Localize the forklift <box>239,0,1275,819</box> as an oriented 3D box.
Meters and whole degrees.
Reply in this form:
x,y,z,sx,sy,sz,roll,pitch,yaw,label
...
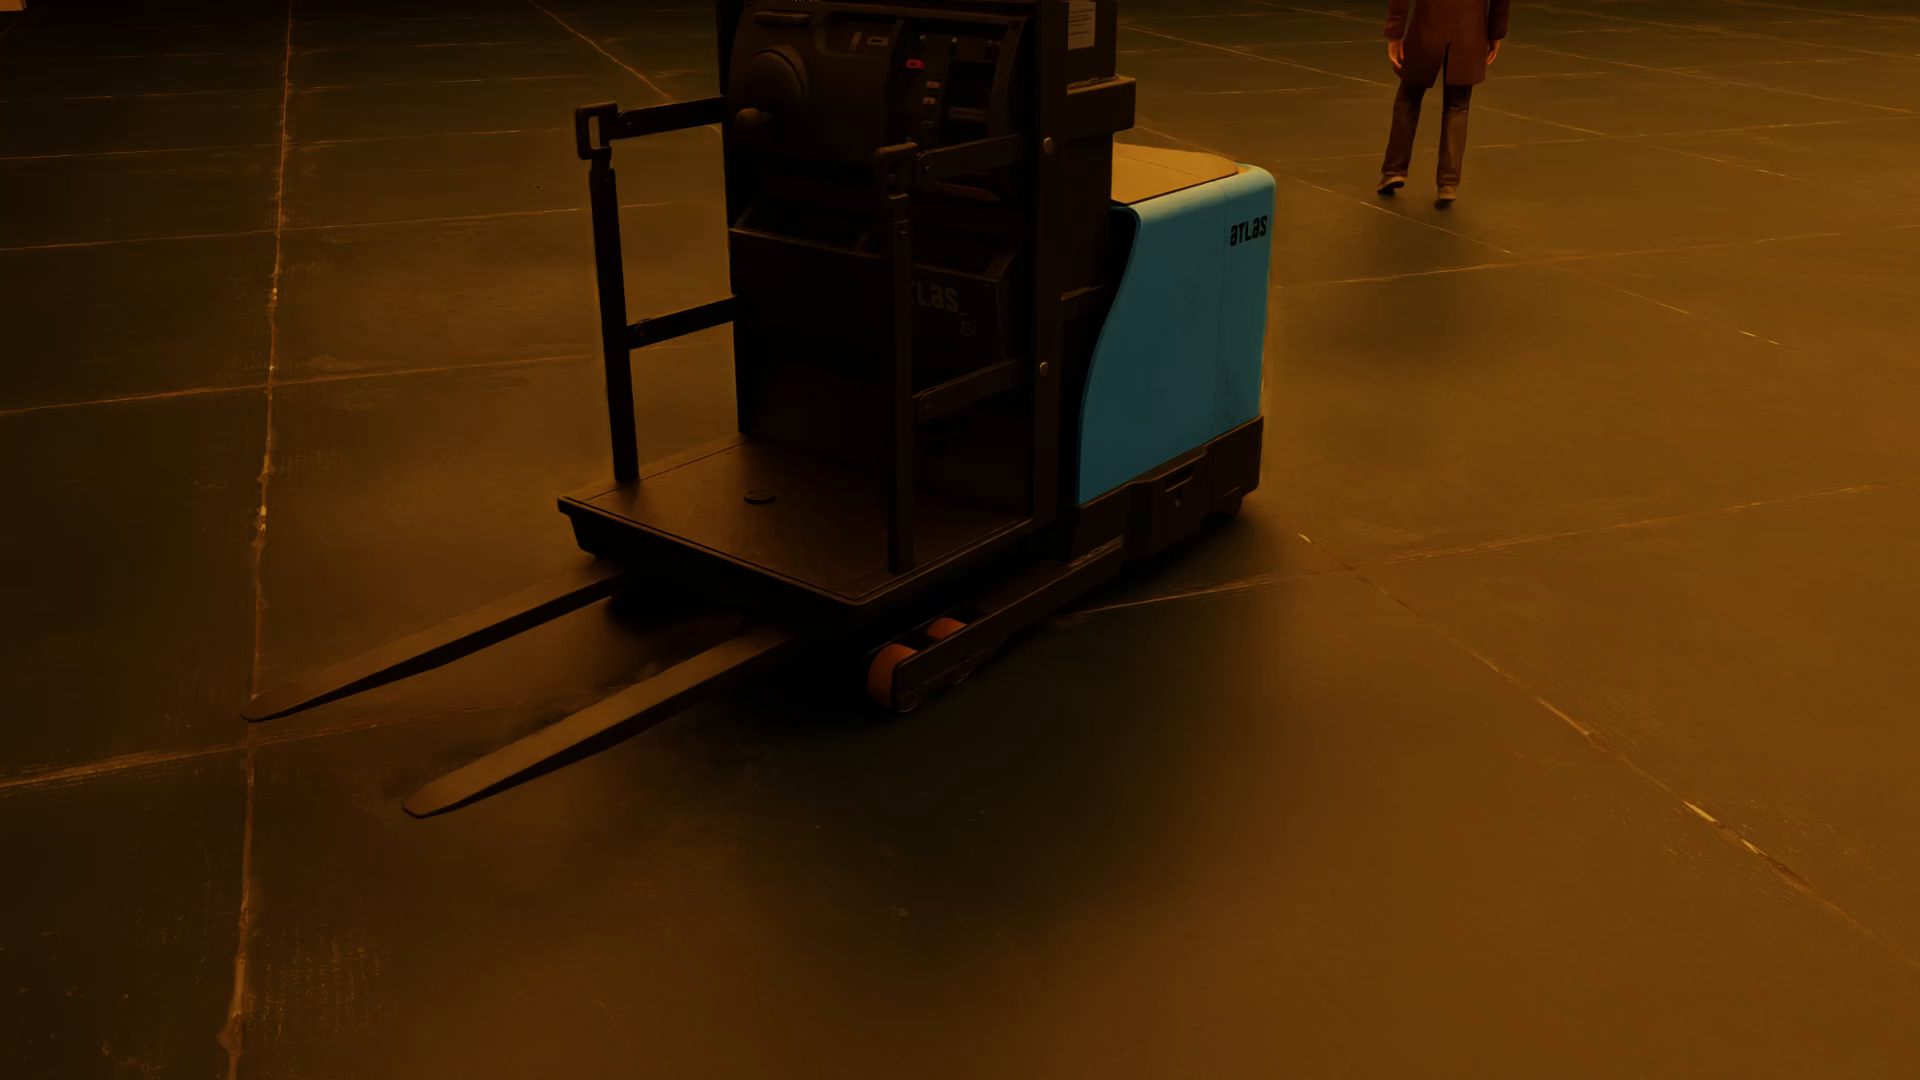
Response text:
x,y,z,sx,sy,sz,roll,pitch,yaw,label
-0.360,-1.146,4.023,1.130,2.935,3.031,17,28,35,forklift

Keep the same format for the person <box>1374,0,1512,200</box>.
x,y,z,sx,sy,sz,roll,pitch,yaw,label
2.785,-2.850,9.597,0.689,1.843,0.592,4,23,11,person
